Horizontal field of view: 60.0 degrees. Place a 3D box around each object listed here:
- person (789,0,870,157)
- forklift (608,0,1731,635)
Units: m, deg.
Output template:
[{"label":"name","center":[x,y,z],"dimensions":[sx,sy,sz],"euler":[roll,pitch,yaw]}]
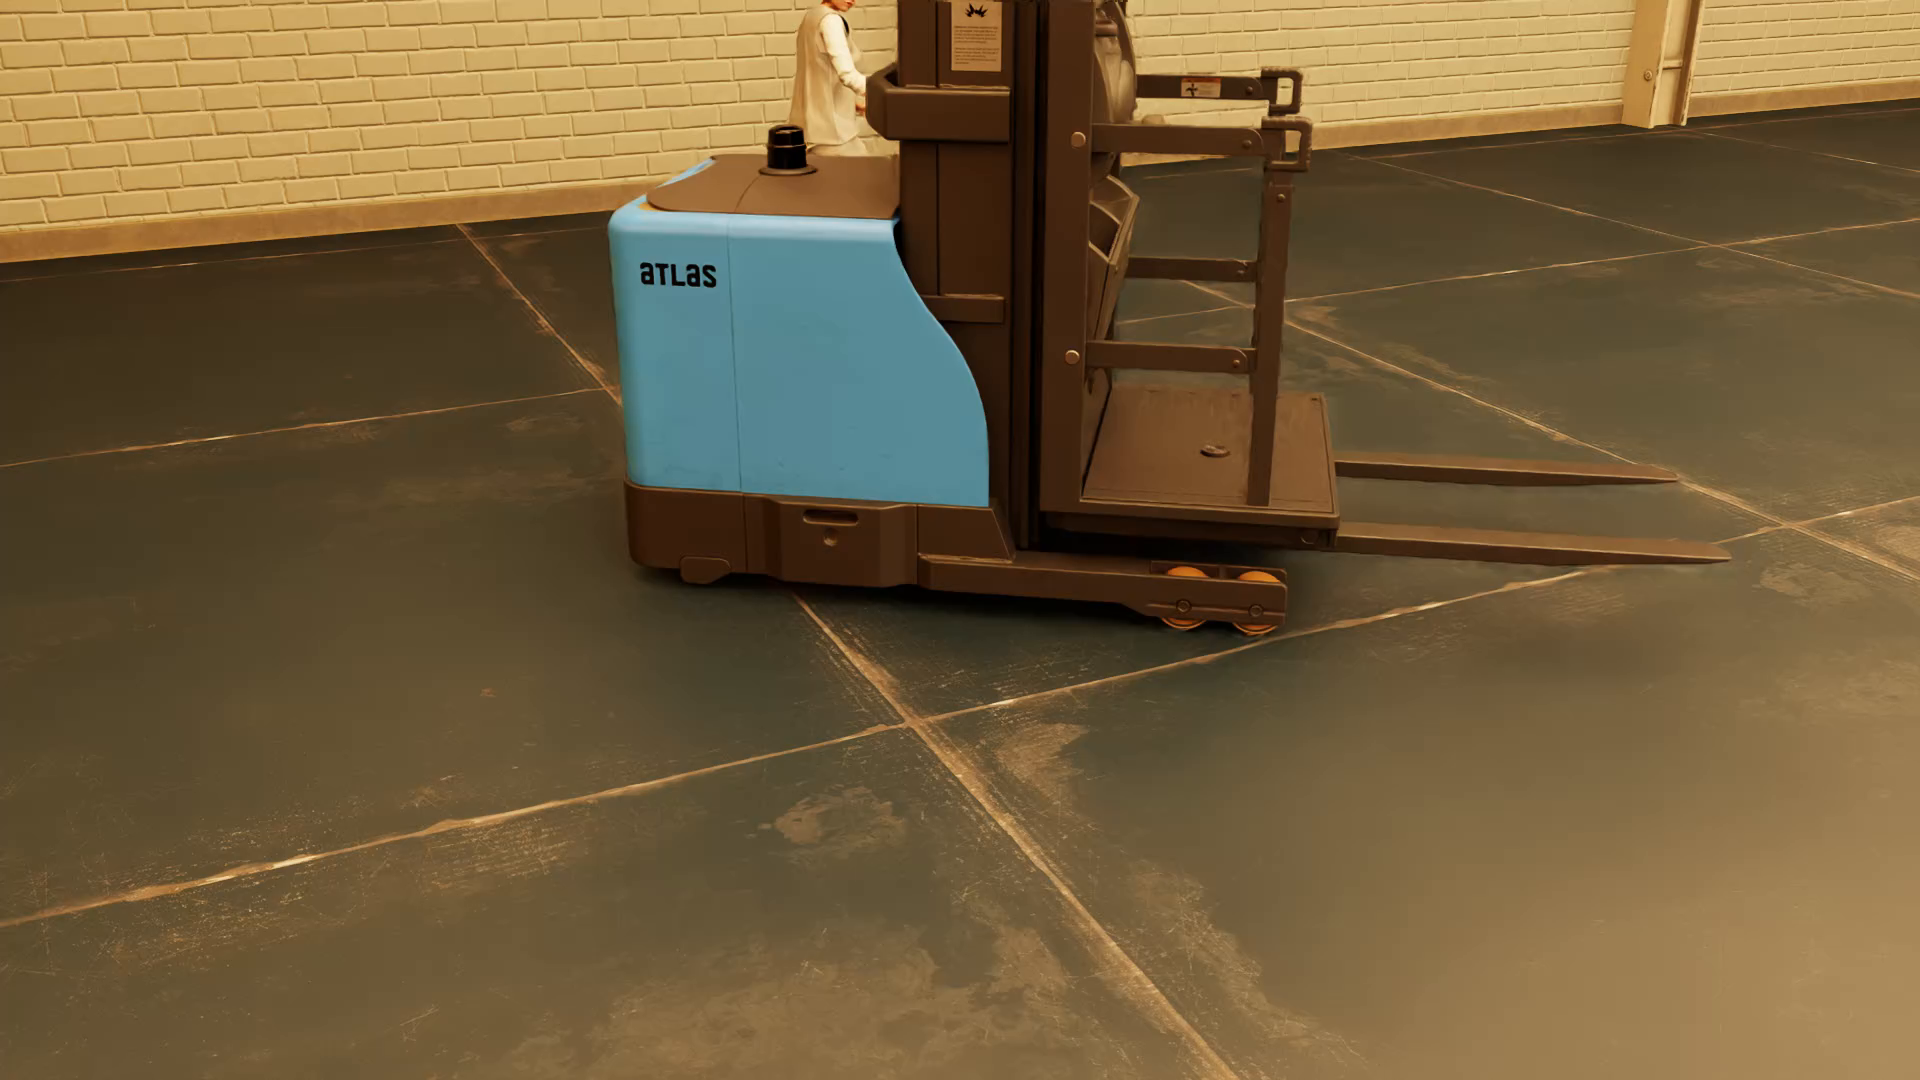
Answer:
[{"label":"person","center":[-0.512,-1.821,7.548],"dimensions":[0.570,1.549,0.657],"euler":[-13,26,-28]},{"label":"forklift","center":[0.606,-1.318,4.460],"dimensions":[3.031,2.935,1.130],"euler":[4,23,9]}]
